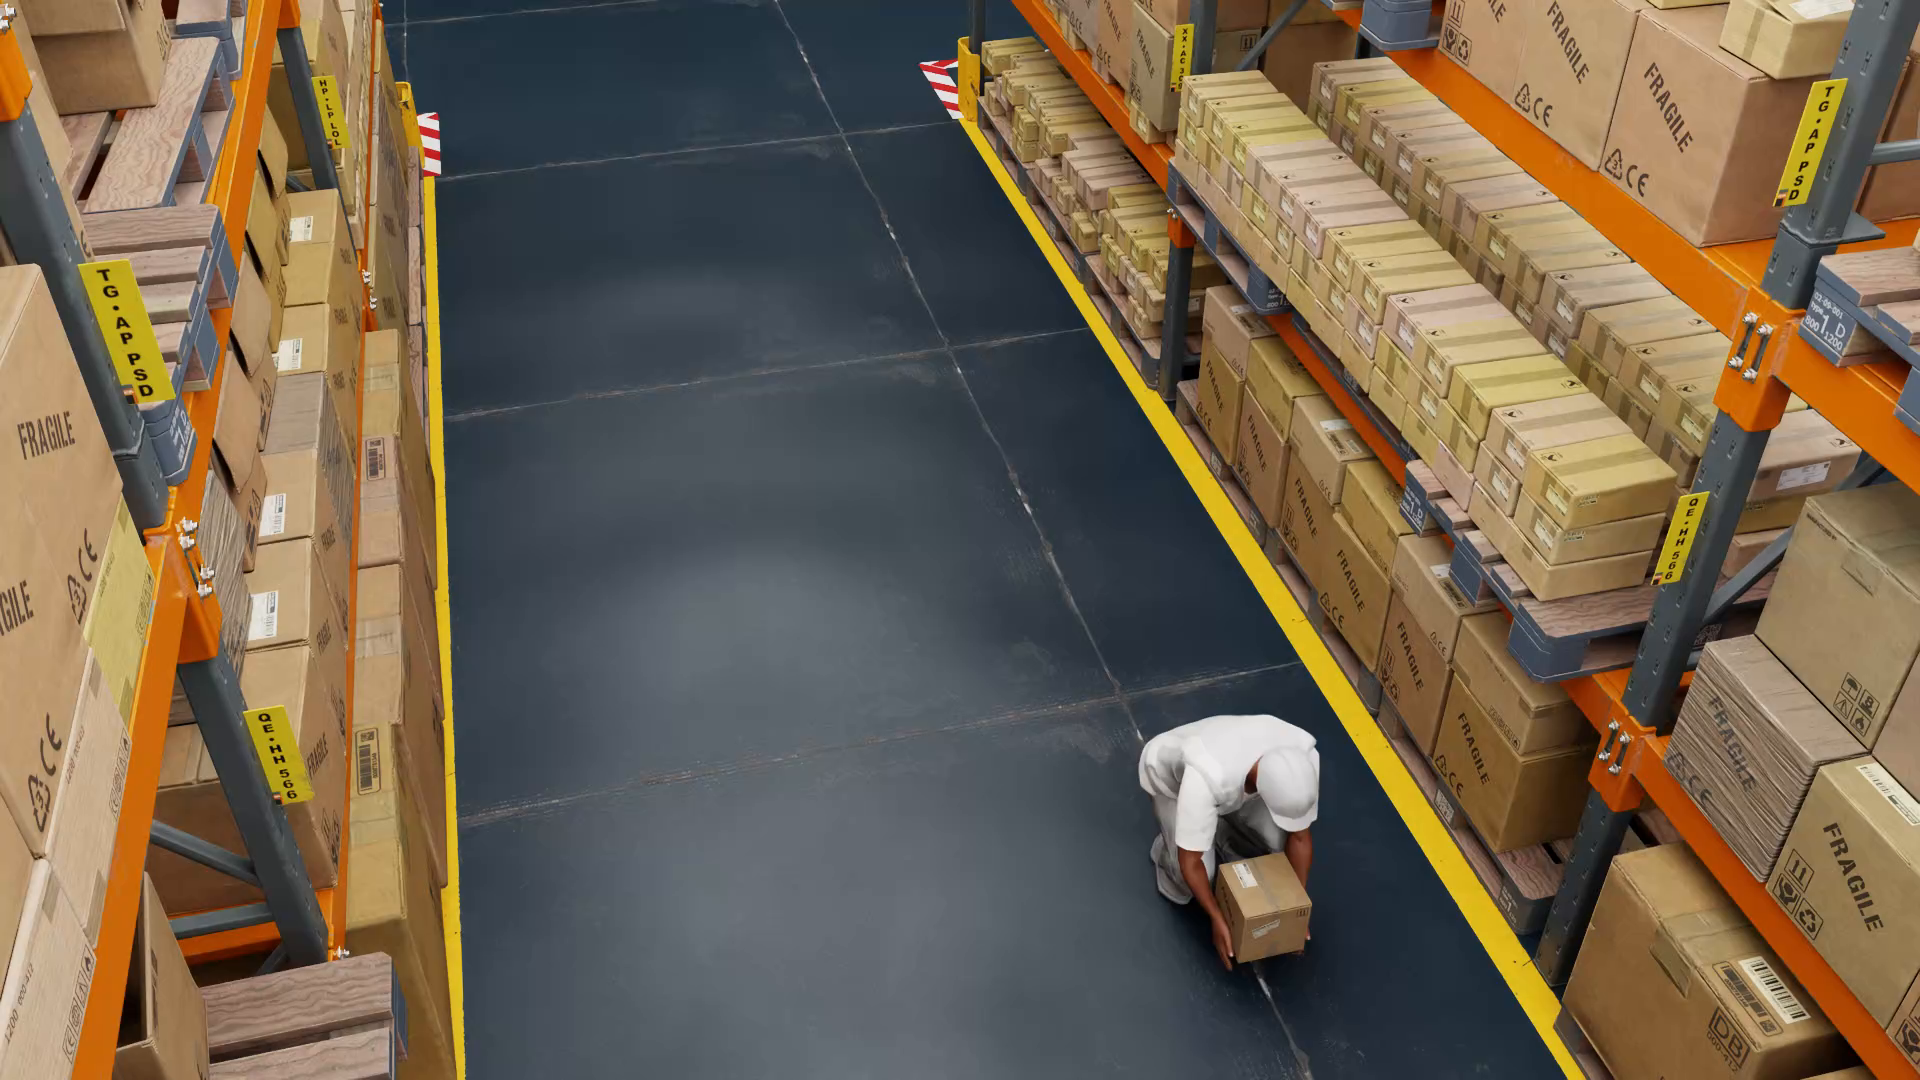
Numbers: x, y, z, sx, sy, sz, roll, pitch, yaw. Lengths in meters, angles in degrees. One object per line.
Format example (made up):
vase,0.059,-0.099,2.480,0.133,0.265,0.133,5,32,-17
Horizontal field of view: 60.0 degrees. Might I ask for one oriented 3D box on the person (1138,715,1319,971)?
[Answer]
person,1.004,0.978,6.073,0.578,1.001,0.889,-10,39,-13
